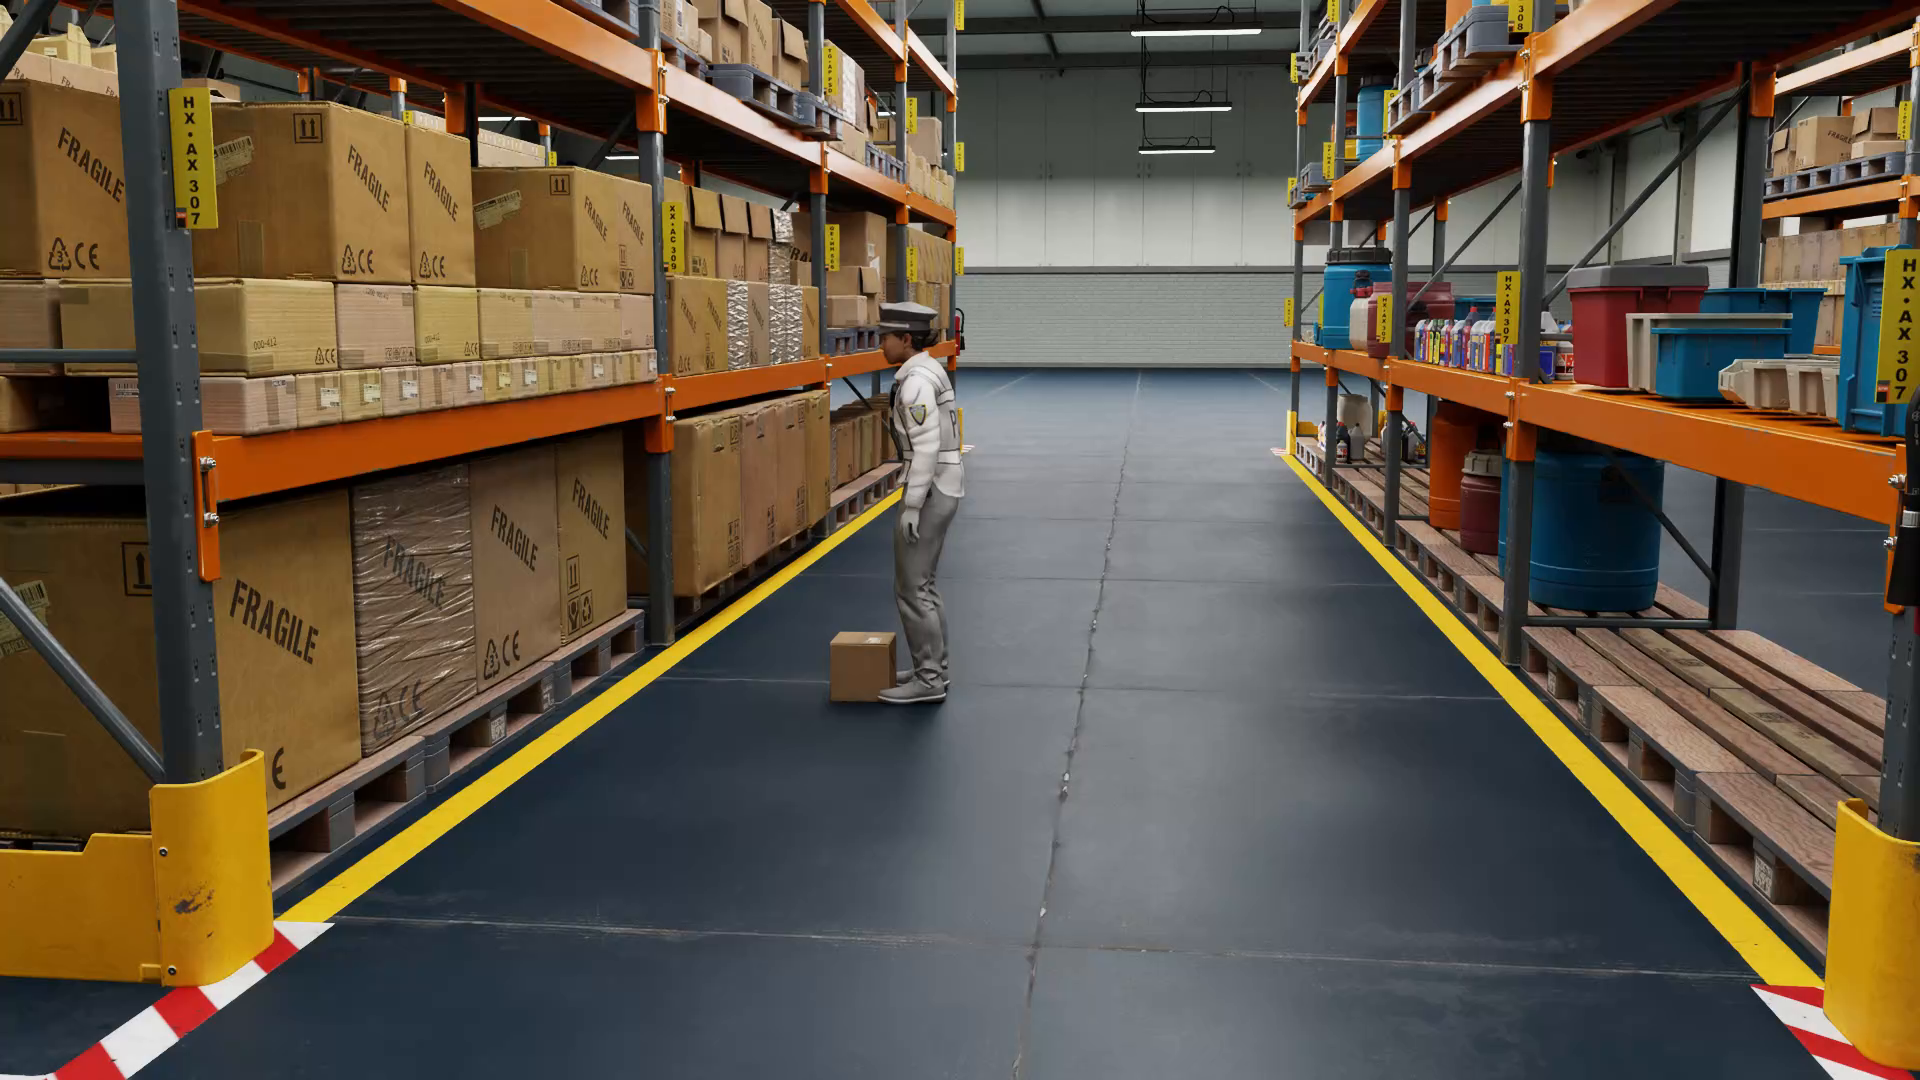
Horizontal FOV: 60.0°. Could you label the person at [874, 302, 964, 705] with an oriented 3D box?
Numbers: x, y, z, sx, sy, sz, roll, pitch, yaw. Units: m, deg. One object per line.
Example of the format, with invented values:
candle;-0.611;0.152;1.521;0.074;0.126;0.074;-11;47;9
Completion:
person;-0.168;-0.157;6.955;0.374;1.661;0.539;0;8;3
